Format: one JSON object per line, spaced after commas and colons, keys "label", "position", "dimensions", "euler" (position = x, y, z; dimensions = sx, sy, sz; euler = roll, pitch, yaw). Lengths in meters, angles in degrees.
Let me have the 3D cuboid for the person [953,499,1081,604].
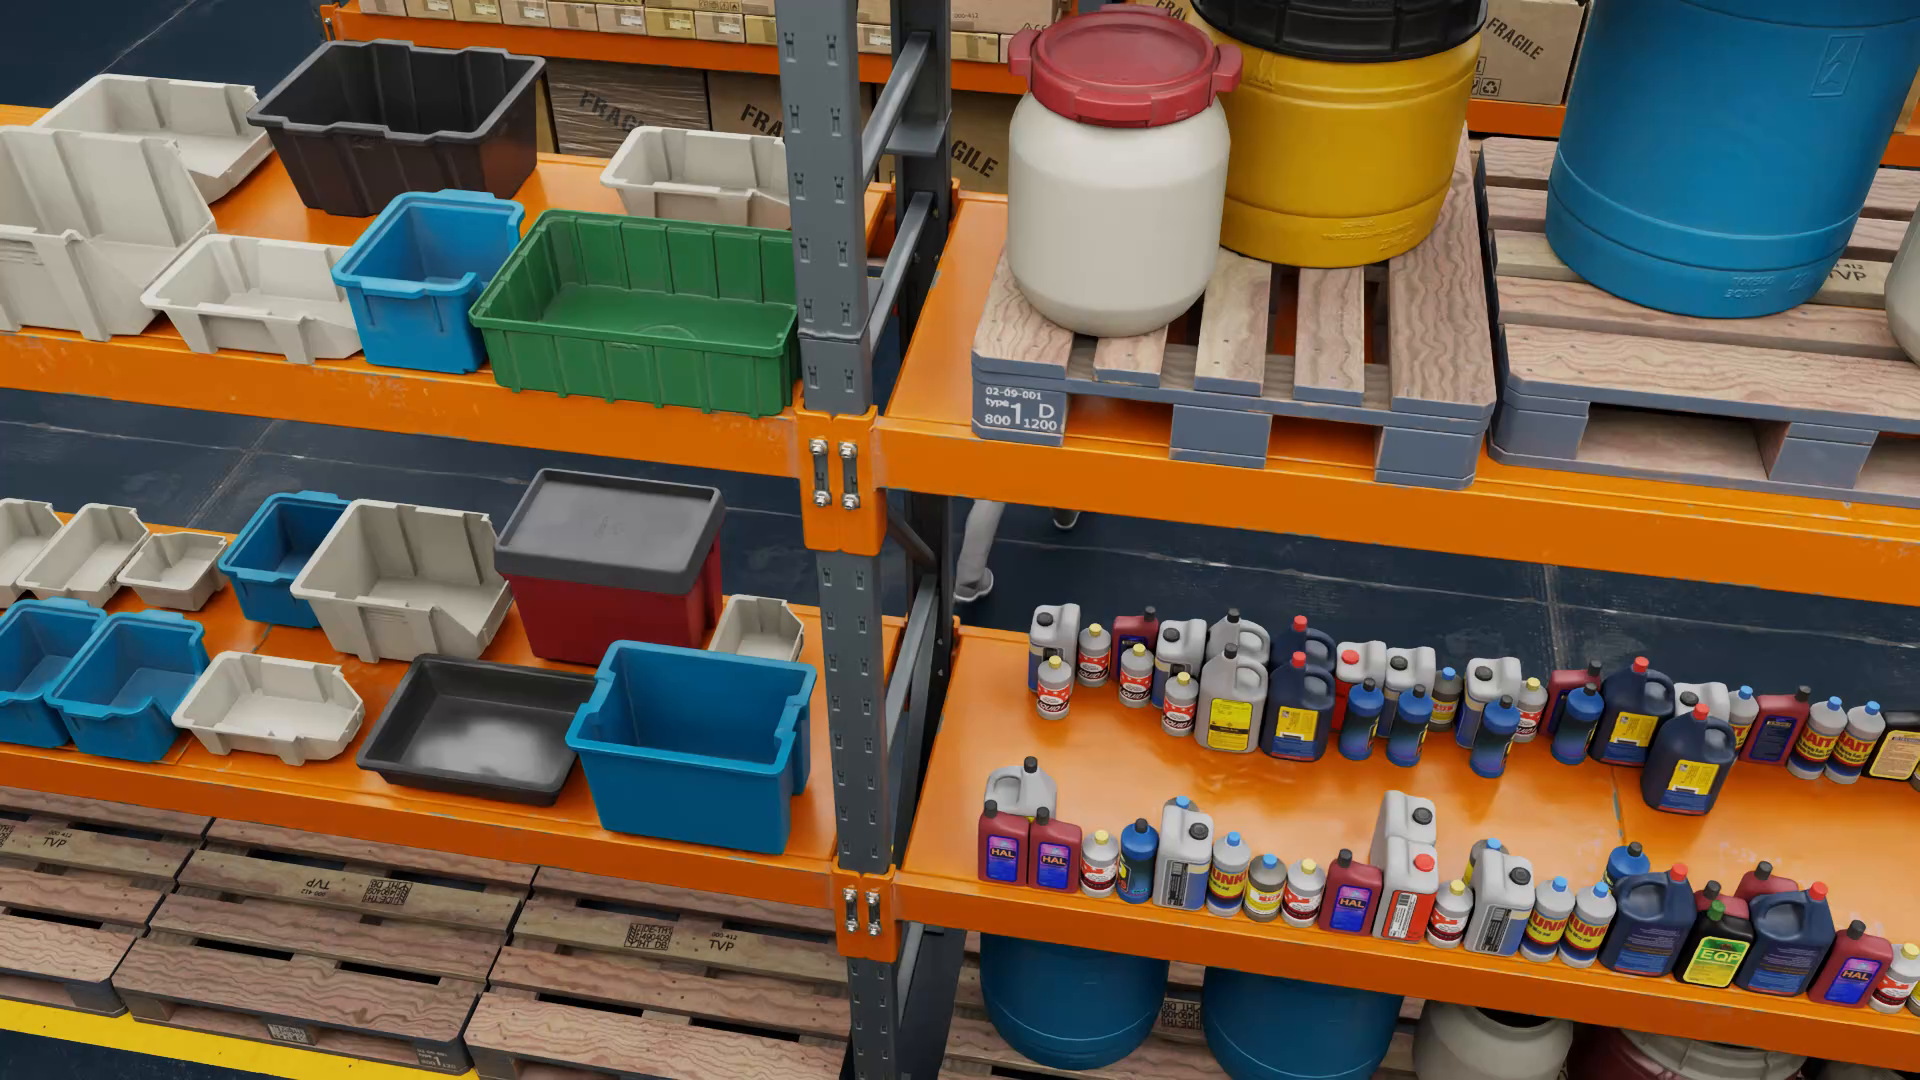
{"label": "person", "position": [0.302, -0.538, 6.783], "dimensions": [0.465, 1.620, 1.018], "euler": [12, 42, 13]}
